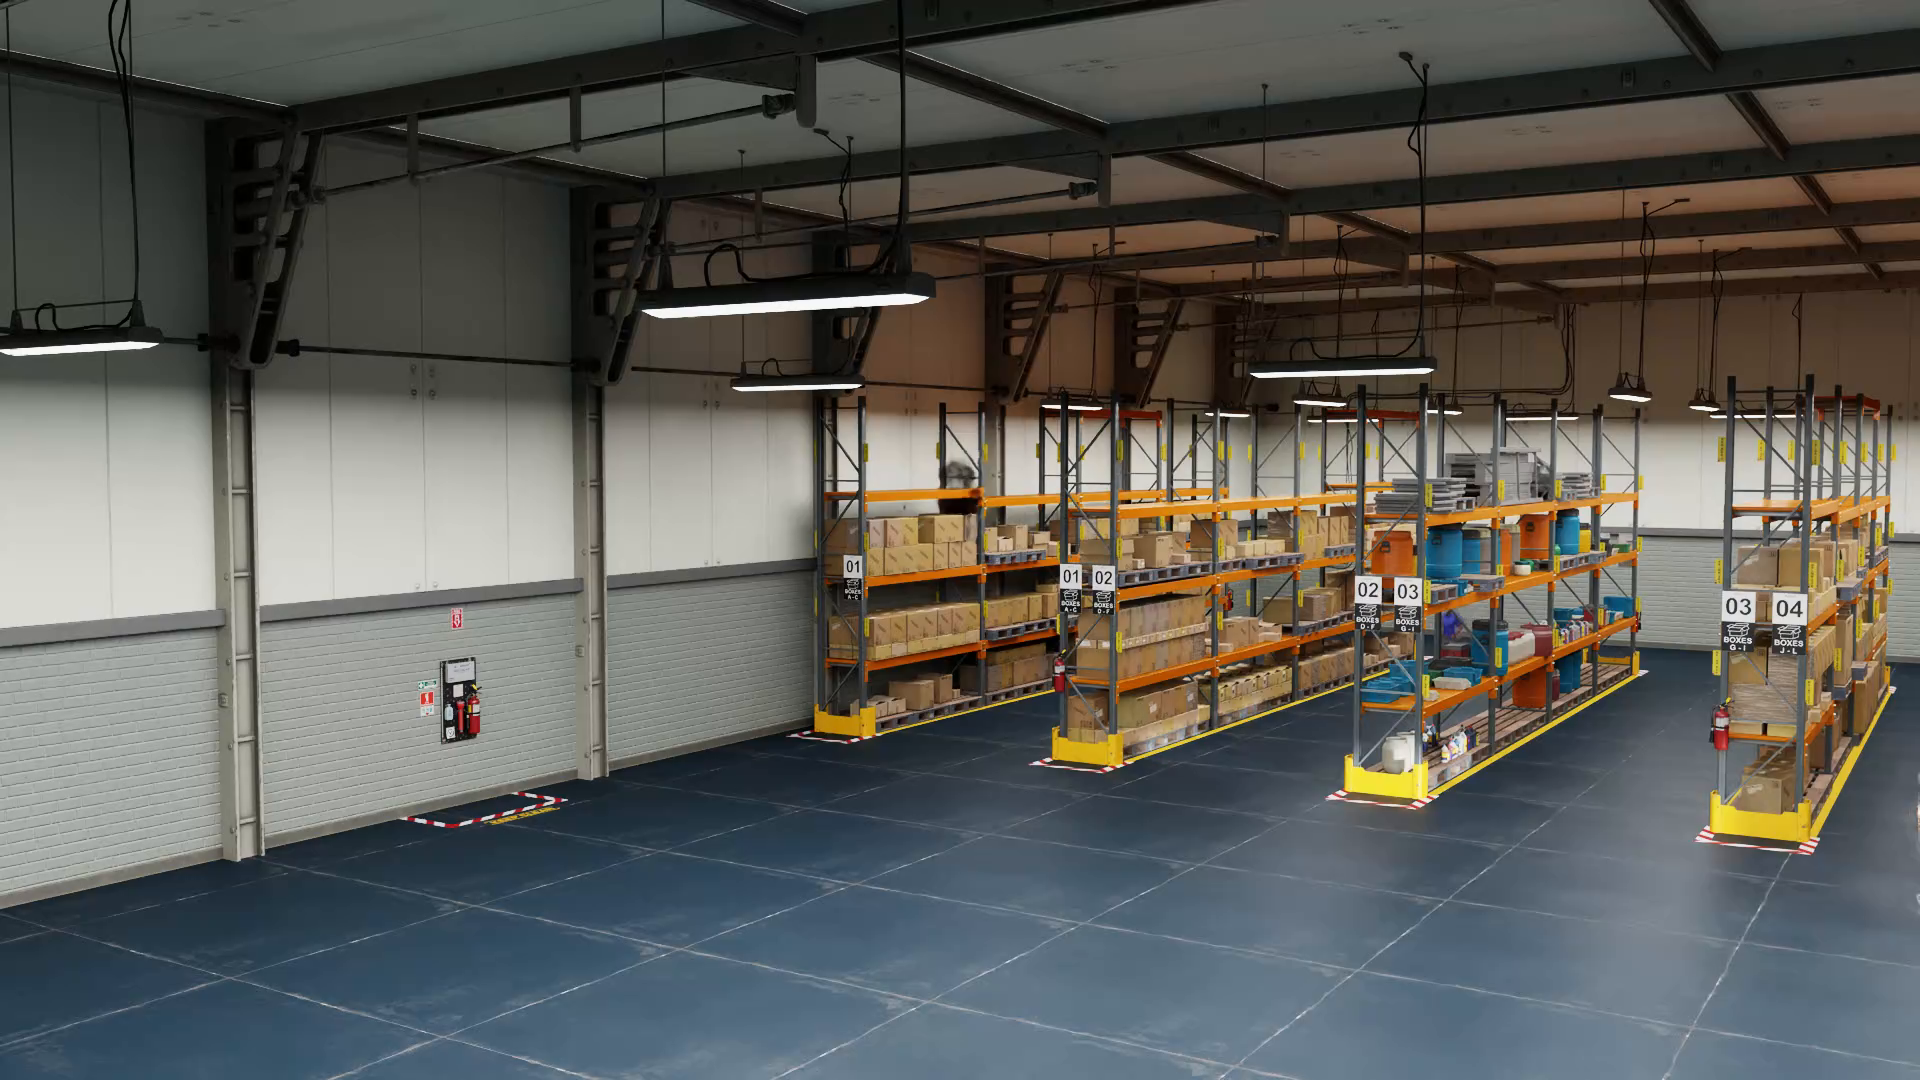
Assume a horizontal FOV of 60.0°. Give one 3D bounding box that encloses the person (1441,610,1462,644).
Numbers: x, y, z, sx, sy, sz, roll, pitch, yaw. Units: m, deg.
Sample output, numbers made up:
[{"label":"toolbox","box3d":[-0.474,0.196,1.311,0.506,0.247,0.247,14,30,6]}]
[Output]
[{"label":"person","box3d":[10.974,2.237,37.358,0.562,1.609,0.580,2,4,31]}]
